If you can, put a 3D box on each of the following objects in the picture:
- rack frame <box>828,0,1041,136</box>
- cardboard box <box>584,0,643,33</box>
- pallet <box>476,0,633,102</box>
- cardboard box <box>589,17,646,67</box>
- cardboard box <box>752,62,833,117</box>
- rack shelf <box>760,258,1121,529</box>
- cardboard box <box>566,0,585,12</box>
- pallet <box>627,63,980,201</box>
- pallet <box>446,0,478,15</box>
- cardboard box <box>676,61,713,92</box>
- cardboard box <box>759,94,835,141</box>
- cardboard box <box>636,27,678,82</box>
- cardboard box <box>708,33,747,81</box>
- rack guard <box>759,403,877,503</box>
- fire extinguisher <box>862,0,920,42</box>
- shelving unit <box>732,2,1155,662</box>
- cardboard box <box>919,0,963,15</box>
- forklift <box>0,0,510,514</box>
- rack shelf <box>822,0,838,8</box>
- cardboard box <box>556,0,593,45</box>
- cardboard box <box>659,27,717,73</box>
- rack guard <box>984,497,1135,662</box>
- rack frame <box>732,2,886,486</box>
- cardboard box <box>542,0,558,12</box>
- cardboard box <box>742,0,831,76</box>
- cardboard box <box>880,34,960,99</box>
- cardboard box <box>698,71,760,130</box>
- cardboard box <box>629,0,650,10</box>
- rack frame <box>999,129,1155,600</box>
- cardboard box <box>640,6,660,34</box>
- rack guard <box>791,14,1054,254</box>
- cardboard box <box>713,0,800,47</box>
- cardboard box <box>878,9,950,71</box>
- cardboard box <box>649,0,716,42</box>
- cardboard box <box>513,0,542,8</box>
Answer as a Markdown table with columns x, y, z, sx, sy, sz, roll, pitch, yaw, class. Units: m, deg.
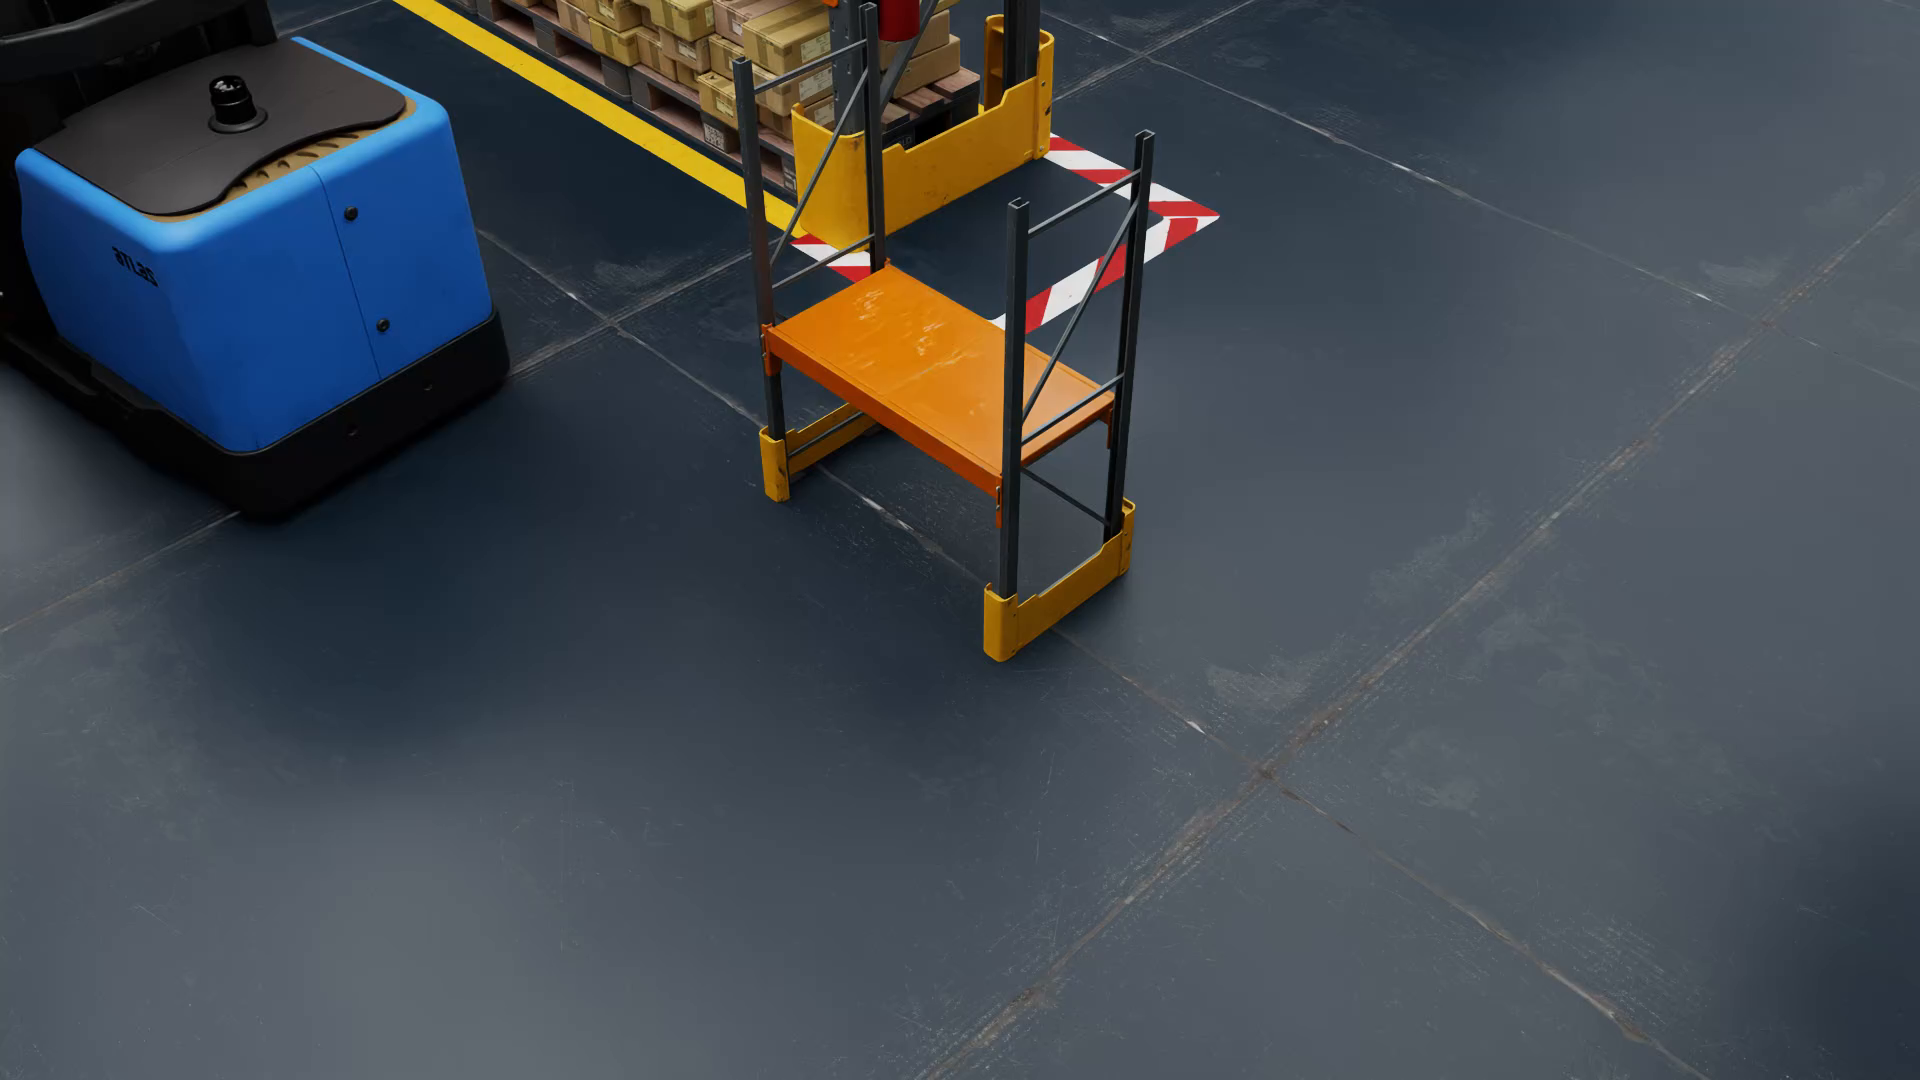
| x | y | z | sx | sy | sz | roll | pitch | yaw | class |
| --- | --- | --- | --- | --- | --- | --- | --- | --- | --- |
| -0.075 | -2.521 | 5.768 | 1.000 | 3.000 | 0.127 | -34 | 53 | -31 | rack frame |
| -1.393 | -2.346 | 7.151 | 0.380 | 0.149 | 0.250 | -33 | 52 | -31 | cardboard box |
| -1.535 | -2.527 | 7.829 | 1.003 | 0.211 | 1.213 | -34 | 53 | -31 | pallet |
| -1.382 | -2.230 | 7.244 | 0.250 | 0.149 | 0.380 | 32 | 51 | 30 | cardboard box |
| -0.650 | -1.855 | 6.619 | 0.250 | 0.149 | 0.380 | 33 | 52 | 30 | cardboard box |
| -0.060 | -0.460 | 4.907 | 0.538 | 0.185 | 1.000 | -34 | 53 | -31 | rack shelf |
| -1.561 | -2.478 | 7.294 | 0.380 | 0.149 | 0.250 | -31 | 51 | -29 | cardboard box |
| -0.678 | -1.941 | 7.195 | 1.003 | 0.211 | 1.213 | -34 | 53 | -31 | pallet |
| -2.401 | -3.114 | 8.464 | 1.003 | 0.211 | 1.213 | -34 | 53 | -31 | pallet |
| -0.973 | -2.025 | 7.022 | 0.250 | 0.149 | 0.380 | 34 | 52 | 31 | cardboard box |
| -0.595 | -1.782 | 6.759 | 0.380 | 0.149 | 0.250 | -33 | 52 | -31 | cardboard box |
| -1.157 | -2.137 | 7.144 | 0.380 | 0.149 | 0.250 | -34 | 52 | -31 | cardboard box |
| -0.796 | -2.006 | 6.783 | 0.250 | 0.149 | 0.380 | 33 | 52 | 31 | cardboard box |
| -0.406 | -0.368 | 5.464 | 0.587 | 0.250 | 0.087 | -34 | 53 | -31 | rack guard |
| -0.224 | -2.014 | 5.551 | 0.296 | 0.674 | 0.183 | -34 | 53 | -31 | fire extinguisher |
| -0.054 | -0.587 | 4.781 | 0.587 | 1.500 | 1.083 | -34 | 53 | -31 | shelving unit |
| -0.205 | -2.262 | 6.840 | 0.250 | 0.149 | 0.380 | 32 | 51 | 30 | cardboard box |
| -3.035 | -1.996 | 5.250 | 3.031 | 2.935 | 1.130 | 28 | 50 | 27 | forklift |
| -1.488 | -3.218 | 7.053 | 1.077 | 0.370 | 4.000 | -34 | 53 | -31 | rack shelf |
| -1.560 | -2.371 | 7.397 | 0.380 | 0.149 | 0.250 | -33 | 52 | -31 | cardboard box |
| -1.018 | -2.103 | 6.888 | 0.250 | 0.149 | 0.380 | 32 | 52 | 30 | cardboard box |
| 0.298 | 0.111 | 4.946 | 0.587 | 0.250 | 0.087 | -34 | 53 | -31 | rack guard |
| -0.419 | -0.836 | 5.050 | 0.500 | 1.500 | 0.032 | -34 | 53 | -31 | rack frame |
| -1.686 | -2.528 | 7.567 | 0.380 | 0.149 | 0.250 | -33 | 52 | -30 | cardboard box |
| -0.628 | -1.980 | 6.535 | 0.380 | 0.149 | 0.250 | -33 | 52 | -31 | cardboard box |
| -0.219 | -2.034 | 7.032 | 0.380 | 0.149 | 0.250 | -33 | 52 | -31 | cardboard box |
| -0.848 | -1.857 | 6.840 | 0.380 | 0.149 | 0.250 | -32 | 52 | -30 | cardboard box |
| -1.176 | -2.347 | 6.932 | 0.250 | 0.149 | 0.380 | 32 | 52 | 30 | cardboard box |
| 0.299 | -0.348 | 4.521 | 0.500 | 1.500 | 0.032 | -34 | 53 | -31 | rack frame |
| -1.135 | -2.282 | 7.081 | 0.250 | 0.149 | 0.380 | 34 | 52 | 31 | cardboard box |
| -0.129 | -1.640 | 6.656 | 1.175 | 0.500 | 0.348 | -34 | 53 | -31 | rack guard |
| -0.765 | -2.128 | 6.696 | 0.380 | 0.149 | 0.250 | -33 | 52 | -31 | cardboard box |
| -0.263 | -2.113 | 6.898 | 0.380 | 0.149 | 0.250 | -32 | 51 | -30 | cardboard box |
| -1.038 | -2.192 | 6.765 | 0.250 | 0.149 | 0.380 | 33 | 52 | 31 | cardboard box |
| -1.925 | -2.618 | 7.664 | 0.250 | 0.149 | 0.380 | 33 | 52 | 30 | cardboard box |
